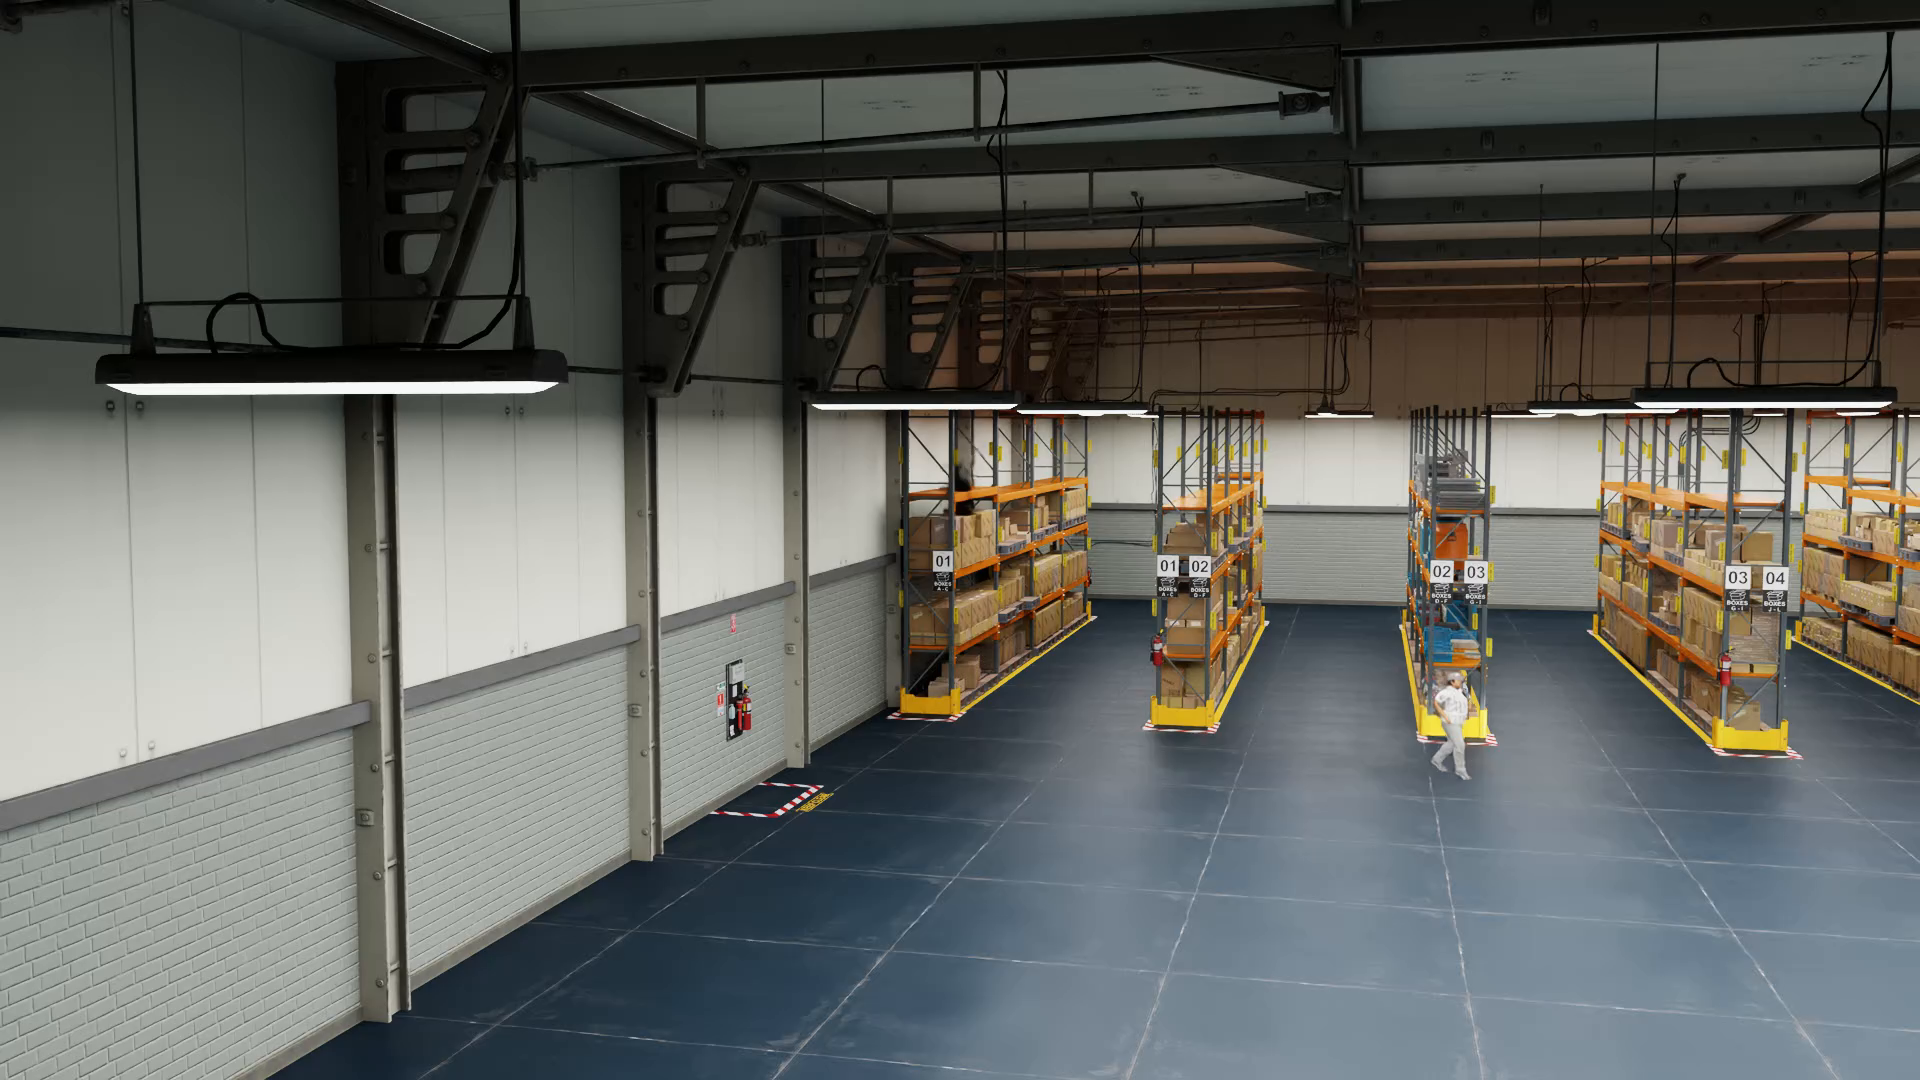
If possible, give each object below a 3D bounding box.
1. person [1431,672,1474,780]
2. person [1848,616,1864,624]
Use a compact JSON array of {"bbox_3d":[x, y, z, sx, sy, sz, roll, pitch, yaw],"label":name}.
[{"bbox_3d":[7.930,2.975,26.758,0.760,1.708,0.595,3,5,40],"label":"person"},{"bbox_3d":[23.795,1.737,44.203,0.616,1.630,0.555,1,4,15],"label":"person"}]
